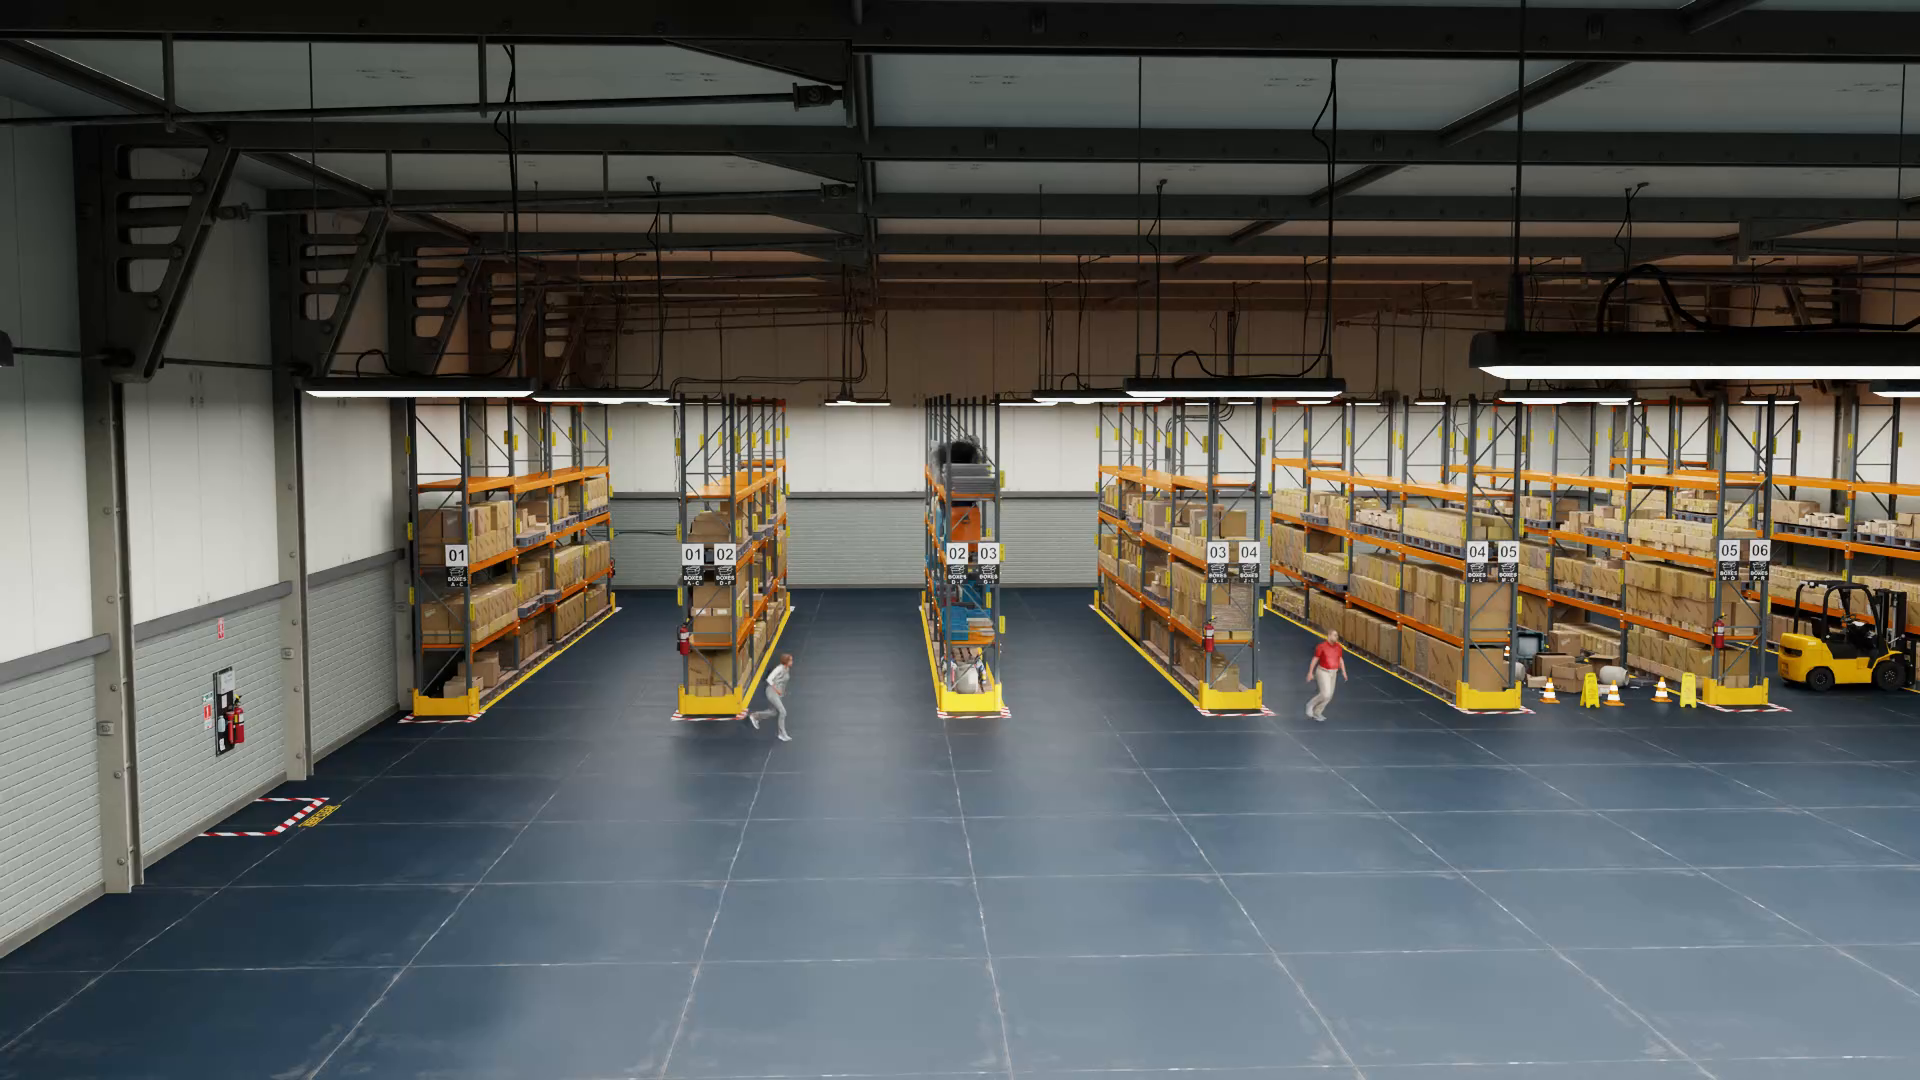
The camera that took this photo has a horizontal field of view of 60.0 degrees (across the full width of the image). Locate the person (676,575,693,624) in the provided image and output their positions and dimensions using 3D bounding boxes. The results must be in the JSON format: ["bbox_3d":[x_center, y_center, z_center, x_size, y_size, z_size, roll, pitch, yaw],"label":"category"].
[{"bbox_3d":[-7.112,1.470,43.659,0.656,1.611,0.841,-1,5,-10],"label":"person"}]

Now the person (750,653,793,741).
[{"bbox_3d":[-3.273,2.711,28.735,0.838,1.550,0.542,2,5,23],"label":"person"}]

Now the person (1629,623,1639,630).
[{"bbox_3d":[17.465,1.564,42.434,0.573,1.631,0.954,-2,5,-19],"label":"person"}]

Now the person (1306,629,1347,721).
[{"bbox_3d":[6.710,2.474,30.483,0.666,1.708,0.590,-3,5,-35],"label":"person"}]
